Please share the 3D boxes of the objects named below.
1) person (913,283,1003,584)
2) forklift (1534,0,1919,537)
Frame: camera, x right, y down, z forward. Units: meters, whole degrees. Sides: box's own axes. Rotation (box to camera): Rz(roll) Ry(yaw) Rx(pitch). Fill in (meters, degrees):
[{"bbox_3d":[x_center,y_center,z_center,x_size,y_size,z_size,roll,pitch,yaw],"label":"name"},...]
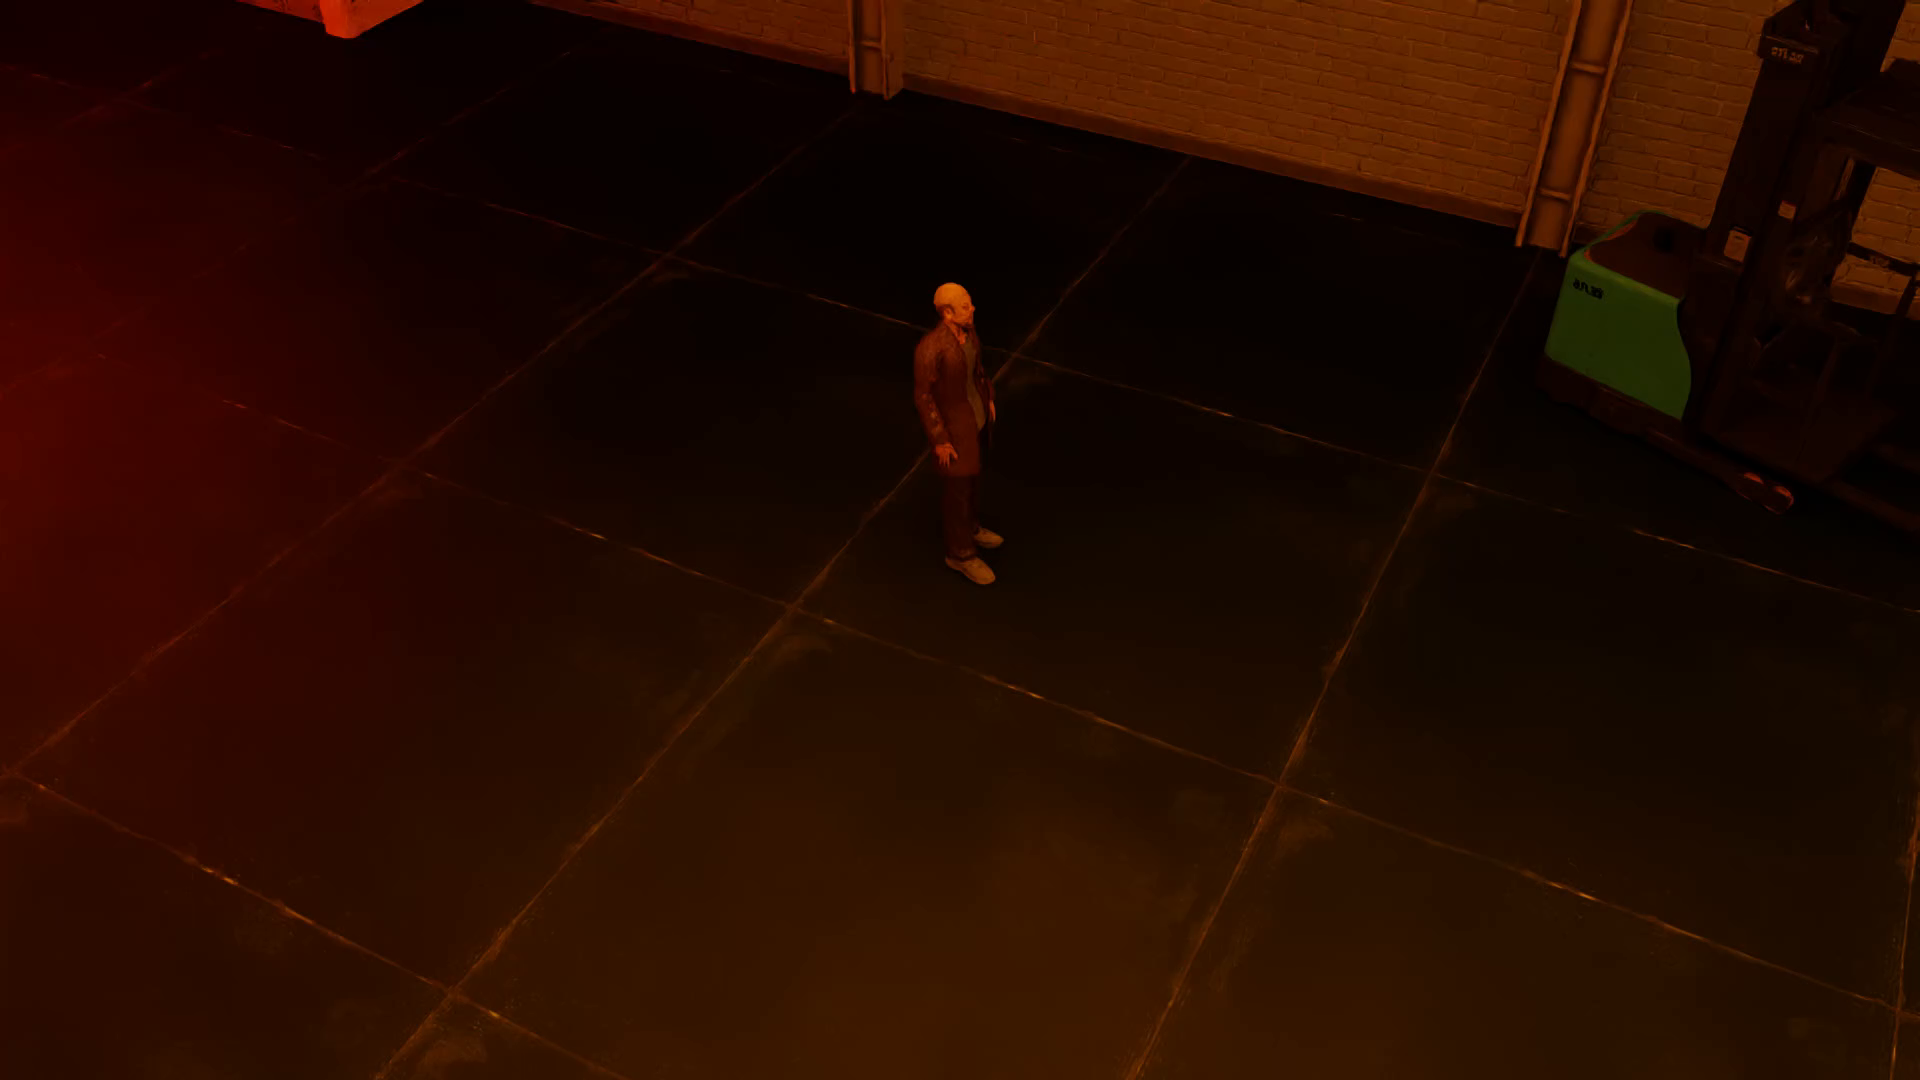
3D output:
[{"bbox_3d":[0.079,-0.655,9.649,0.580,1.776,0.694,18,43,21],"label":"person"},{"bbox_3d":[5.316,-1.663,9.961,1.130,2.935,3.031,-31,49,-31],"label":"forklift"}]
